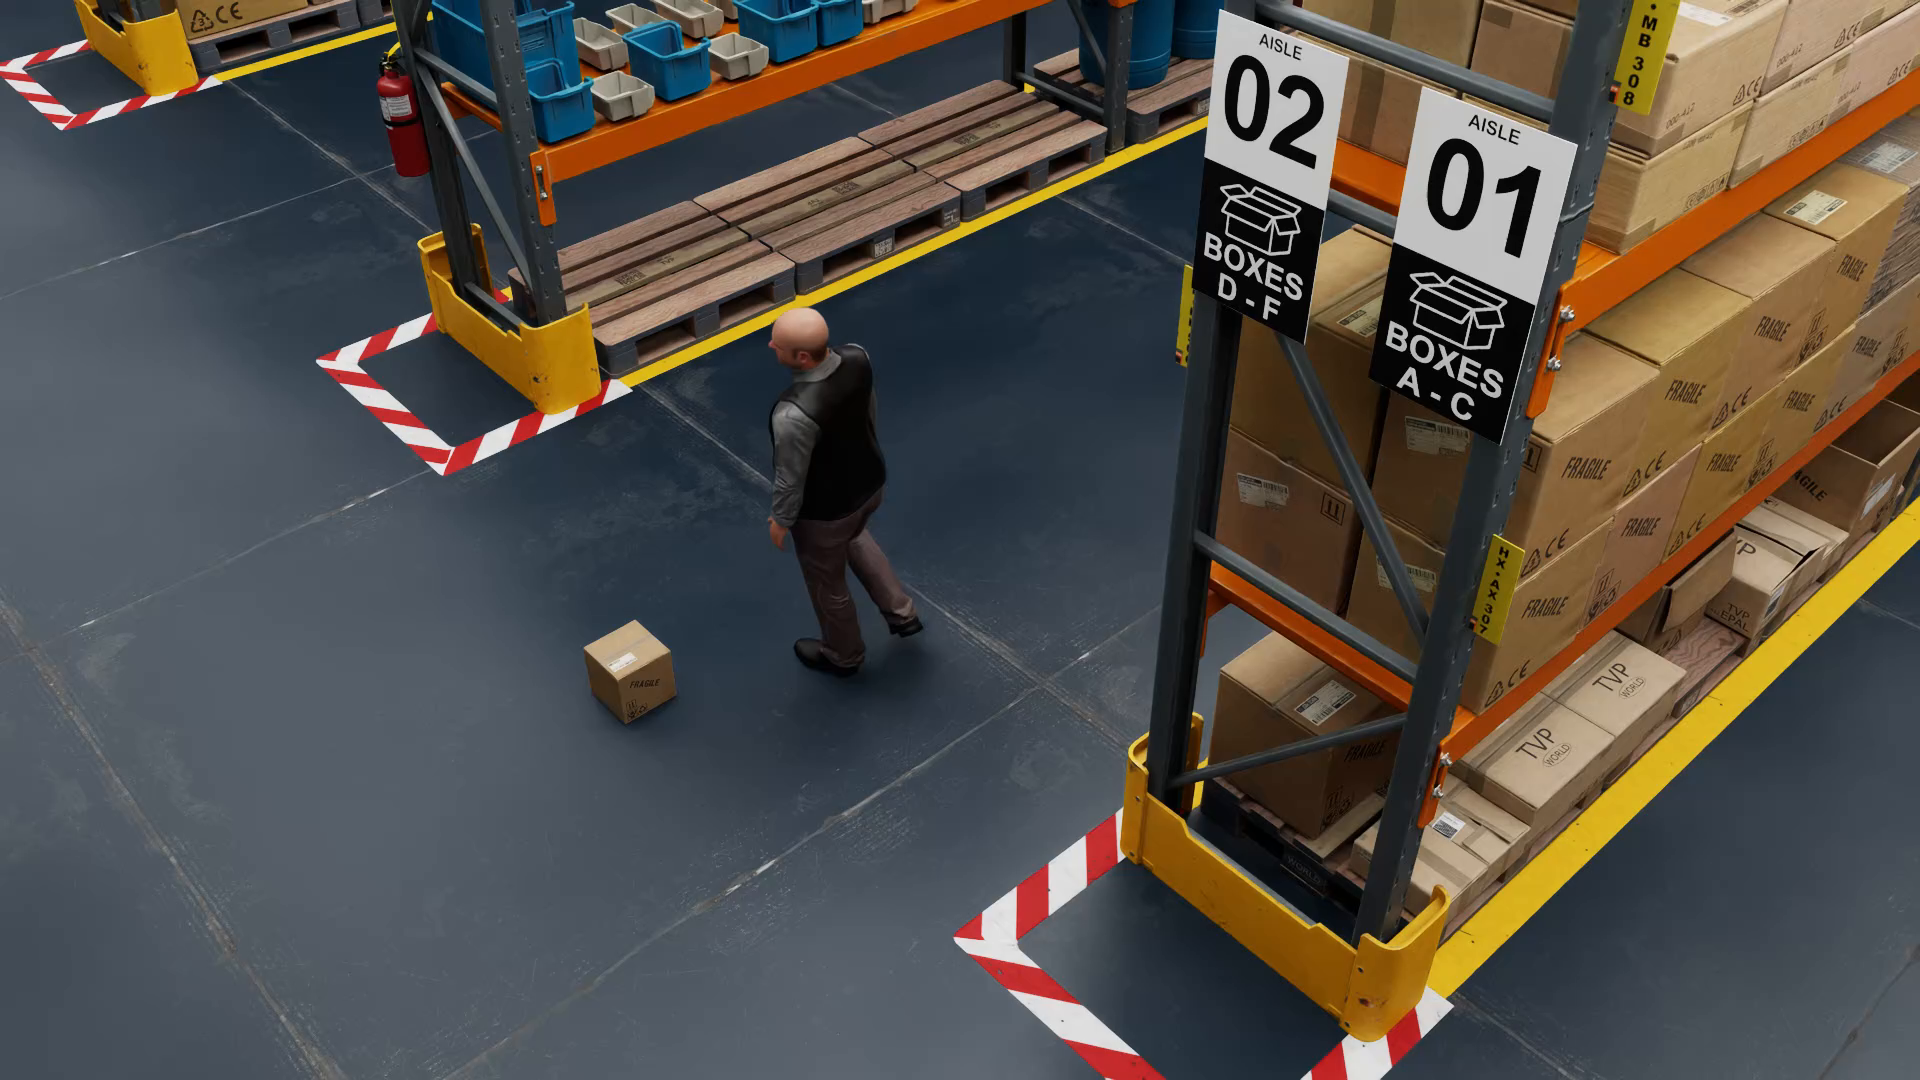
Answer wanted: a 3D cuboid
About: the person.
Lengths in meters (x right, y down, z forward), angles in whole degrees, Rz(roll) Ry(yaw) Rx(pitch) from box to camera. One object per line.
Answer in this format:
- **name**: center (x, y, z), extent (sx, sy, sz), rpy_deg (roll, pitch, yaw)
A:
- **person**: center (-0.449, -0.149, 6.330), extent (0.497, 1.720, 0.584), rpy_deg (22, 44, 24)
